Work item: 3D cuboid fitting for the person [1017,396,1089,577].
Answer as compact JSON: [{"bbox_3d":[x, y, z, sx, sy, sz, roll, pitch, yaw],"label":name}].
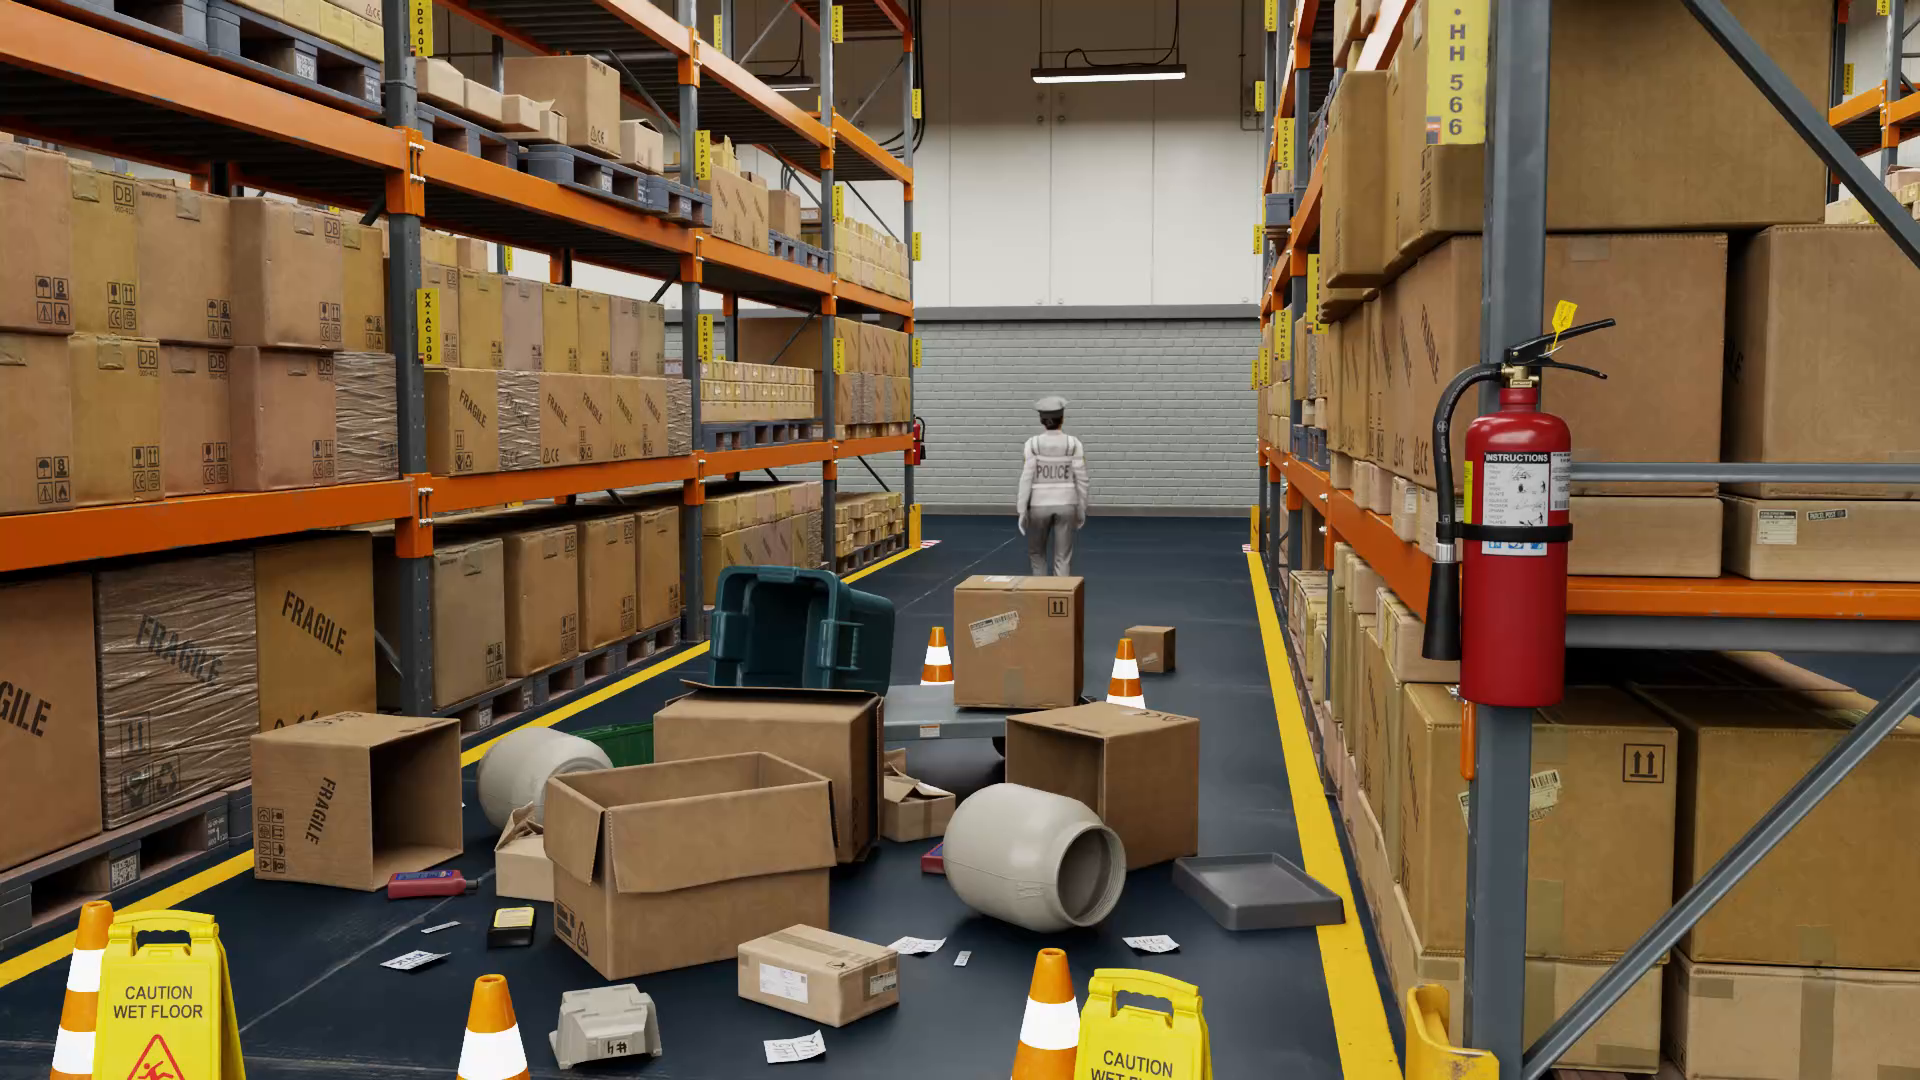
[{"bbox_3d":[0.687,-0.192,12.200,0.522,1.724,0.696,0,5,5],"label":"person"}]
